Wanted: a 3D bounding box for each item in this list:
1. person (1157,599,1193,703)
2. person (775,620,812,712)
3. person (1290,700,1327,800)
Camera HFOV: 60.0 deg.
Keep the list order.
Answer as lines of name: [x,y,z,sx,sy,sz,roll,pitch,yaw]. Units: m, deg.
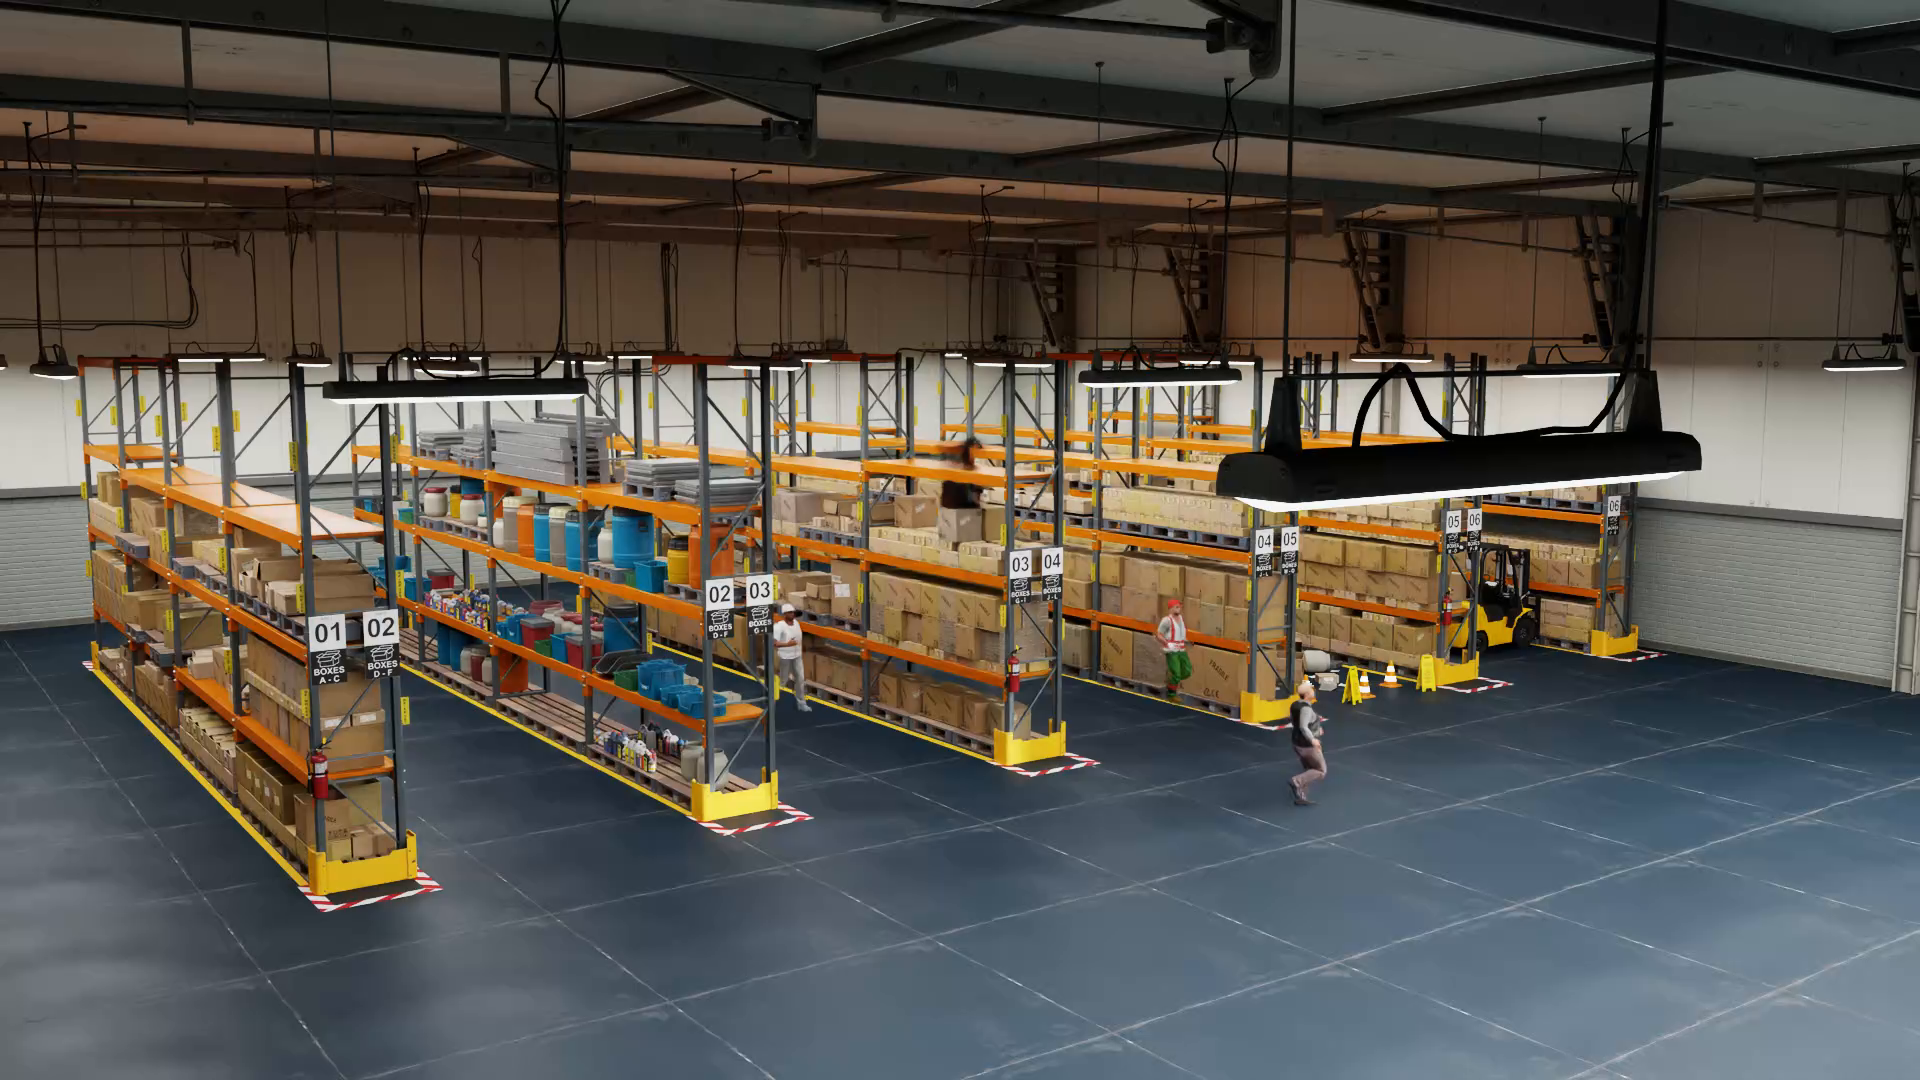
person: [3.562,1.837,27.651,0.636,1.741,0.586,-5,9,-37]
person: [-2.799,2.044,27.307,0.961,1.474,0.429,7,10,44]
person: [4.705,2.857,22.560,0.501,1.390,0.447,-1,7,-9]
